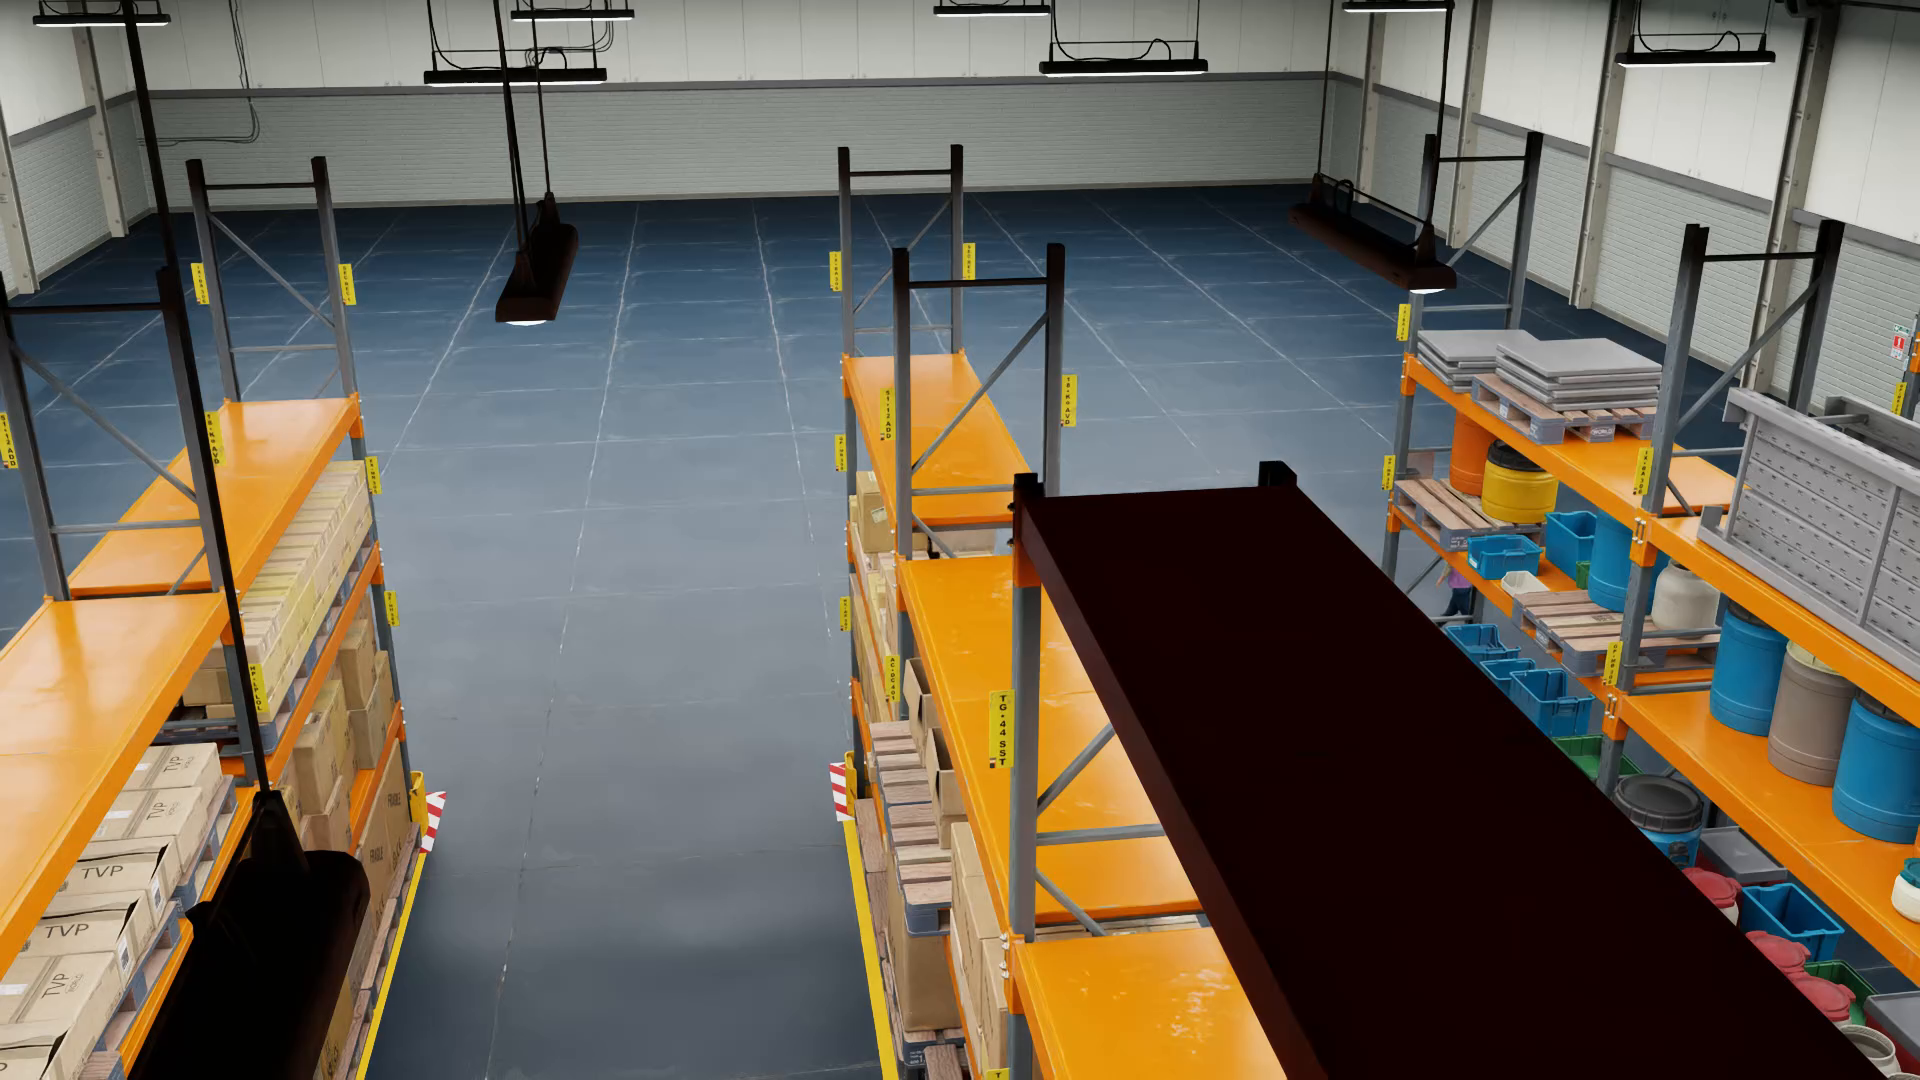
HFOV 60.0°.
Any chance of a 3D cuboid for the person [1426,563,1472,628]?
[{"bbox_3d":[5.493,0.450,18.356,0.430,1.532,1.020,-19,28,-39],"label":"person"}]
